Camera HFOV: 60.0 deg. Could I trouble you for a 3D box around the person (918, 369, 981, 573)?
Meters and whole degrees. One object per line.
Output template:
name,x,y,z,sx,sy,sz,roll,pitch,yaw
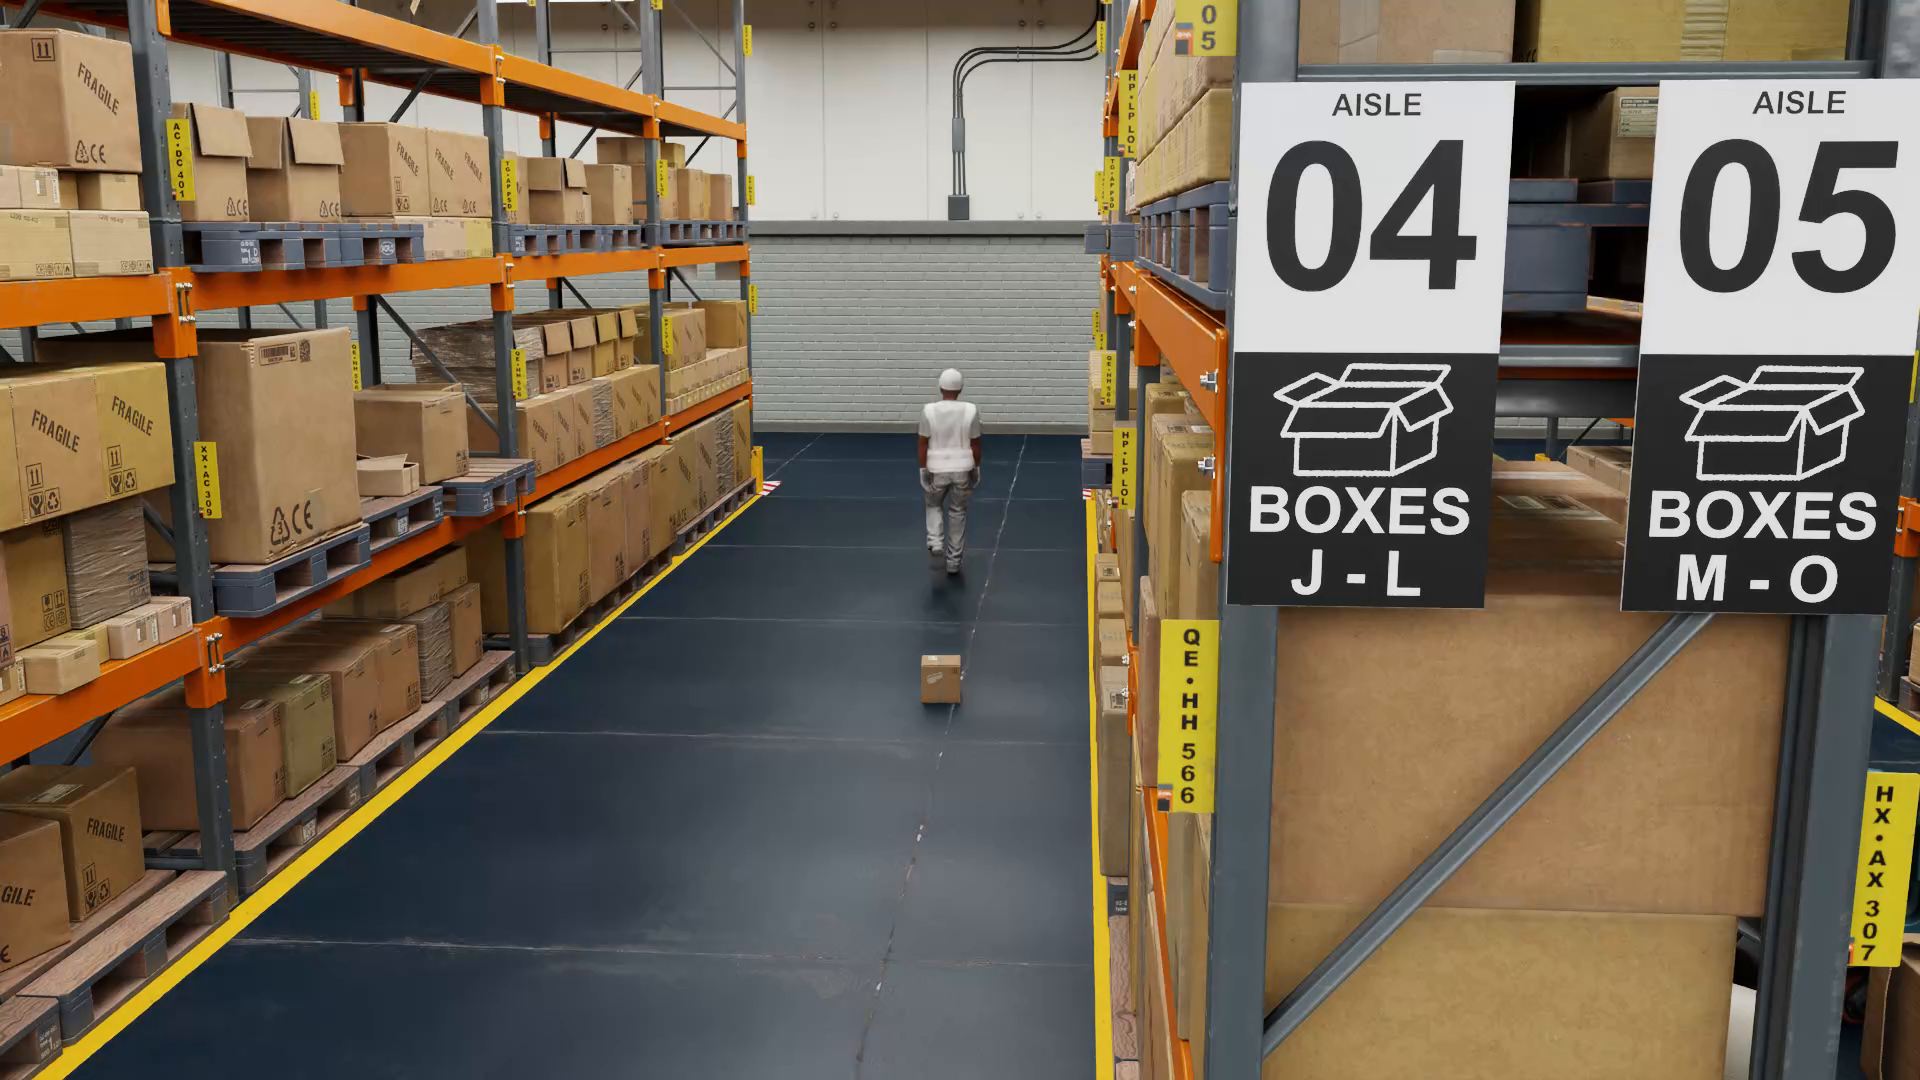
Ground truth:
person,-0.088,-0.609,14.500,0.545,1.777,0.471,0,11,2
